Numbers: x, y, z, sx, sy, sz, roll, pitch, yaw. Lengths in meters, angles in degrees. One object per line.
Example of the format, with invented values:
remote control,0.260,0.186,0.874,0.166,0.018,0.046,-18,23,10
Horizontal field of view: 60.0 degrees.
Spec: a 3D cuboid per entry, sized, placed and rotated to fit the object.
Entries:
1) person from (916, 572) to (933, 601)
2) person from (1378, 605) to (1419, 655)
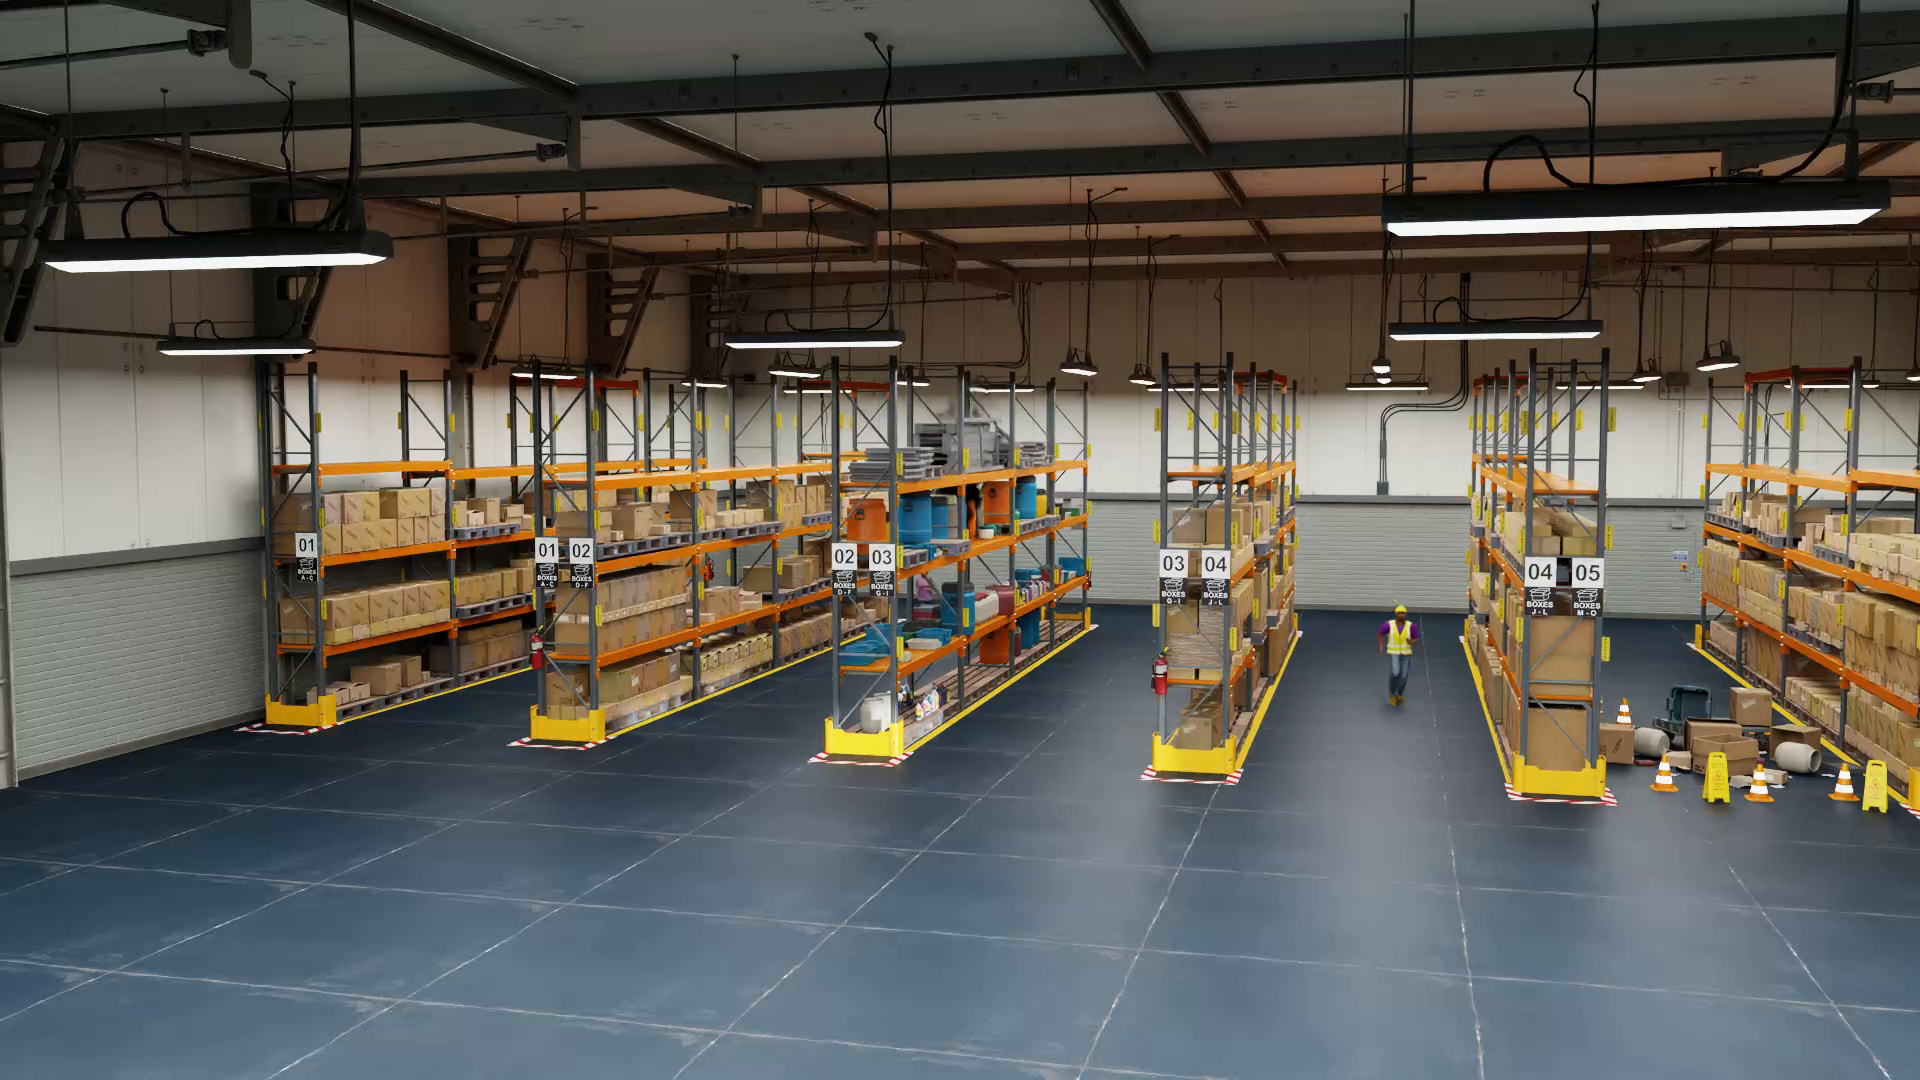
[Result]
person,-0.844,1.496,39.293,0.486,1.543,0.691,1,4,9
person,7.775,1.605,29.381,0.670,0.894,0.689,0,4,4
